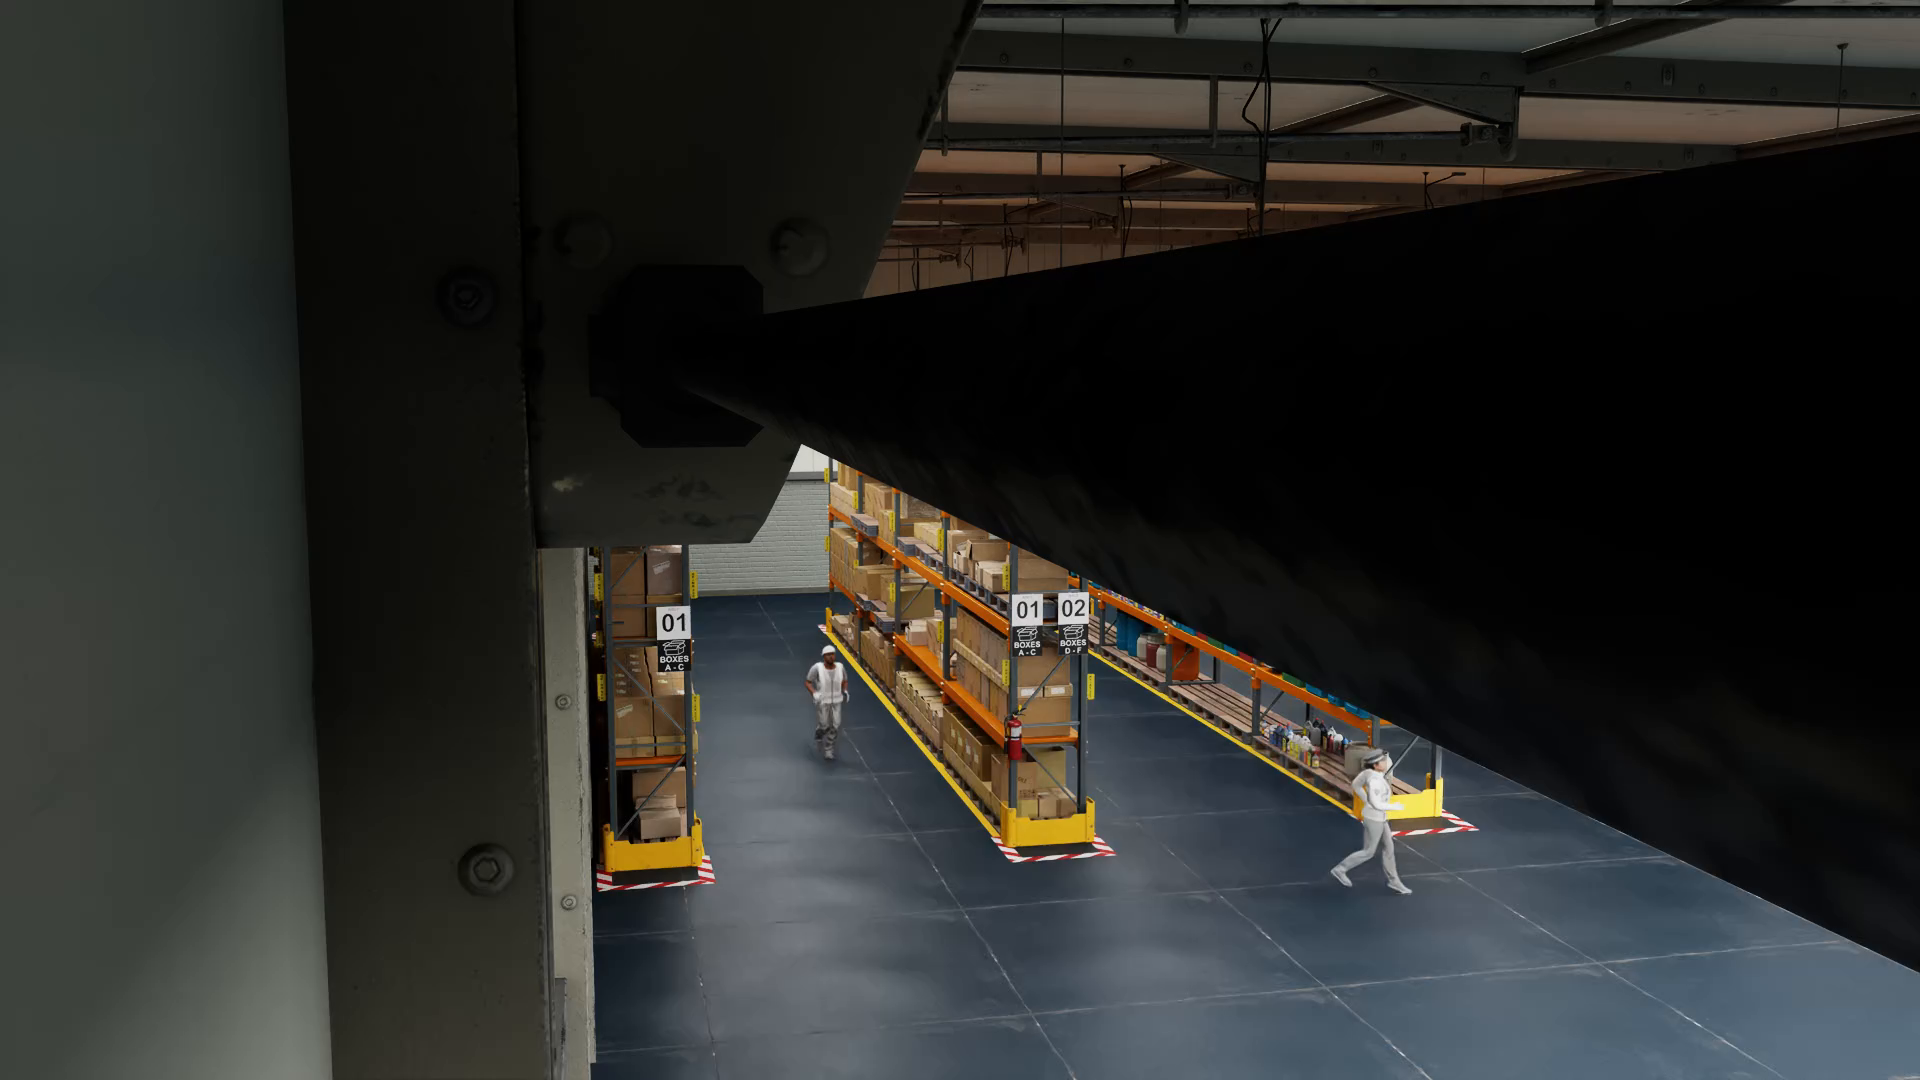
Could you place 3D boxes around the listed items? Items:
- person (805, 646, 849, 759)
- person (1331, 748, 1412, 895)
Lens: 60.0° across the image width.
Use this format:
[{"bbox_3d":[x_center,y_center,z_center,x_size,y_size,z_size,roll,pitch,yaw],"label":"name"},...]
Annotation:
[{"bbox_3d":[-1.995,2.465,25.318,0.661,1.735,0.589,-3,7,-23],"label":"person"},{"bbox_3d":[4.743,3.227,19.097,0.923,1.714,0.624,1,7,11],"label":"person"}]
